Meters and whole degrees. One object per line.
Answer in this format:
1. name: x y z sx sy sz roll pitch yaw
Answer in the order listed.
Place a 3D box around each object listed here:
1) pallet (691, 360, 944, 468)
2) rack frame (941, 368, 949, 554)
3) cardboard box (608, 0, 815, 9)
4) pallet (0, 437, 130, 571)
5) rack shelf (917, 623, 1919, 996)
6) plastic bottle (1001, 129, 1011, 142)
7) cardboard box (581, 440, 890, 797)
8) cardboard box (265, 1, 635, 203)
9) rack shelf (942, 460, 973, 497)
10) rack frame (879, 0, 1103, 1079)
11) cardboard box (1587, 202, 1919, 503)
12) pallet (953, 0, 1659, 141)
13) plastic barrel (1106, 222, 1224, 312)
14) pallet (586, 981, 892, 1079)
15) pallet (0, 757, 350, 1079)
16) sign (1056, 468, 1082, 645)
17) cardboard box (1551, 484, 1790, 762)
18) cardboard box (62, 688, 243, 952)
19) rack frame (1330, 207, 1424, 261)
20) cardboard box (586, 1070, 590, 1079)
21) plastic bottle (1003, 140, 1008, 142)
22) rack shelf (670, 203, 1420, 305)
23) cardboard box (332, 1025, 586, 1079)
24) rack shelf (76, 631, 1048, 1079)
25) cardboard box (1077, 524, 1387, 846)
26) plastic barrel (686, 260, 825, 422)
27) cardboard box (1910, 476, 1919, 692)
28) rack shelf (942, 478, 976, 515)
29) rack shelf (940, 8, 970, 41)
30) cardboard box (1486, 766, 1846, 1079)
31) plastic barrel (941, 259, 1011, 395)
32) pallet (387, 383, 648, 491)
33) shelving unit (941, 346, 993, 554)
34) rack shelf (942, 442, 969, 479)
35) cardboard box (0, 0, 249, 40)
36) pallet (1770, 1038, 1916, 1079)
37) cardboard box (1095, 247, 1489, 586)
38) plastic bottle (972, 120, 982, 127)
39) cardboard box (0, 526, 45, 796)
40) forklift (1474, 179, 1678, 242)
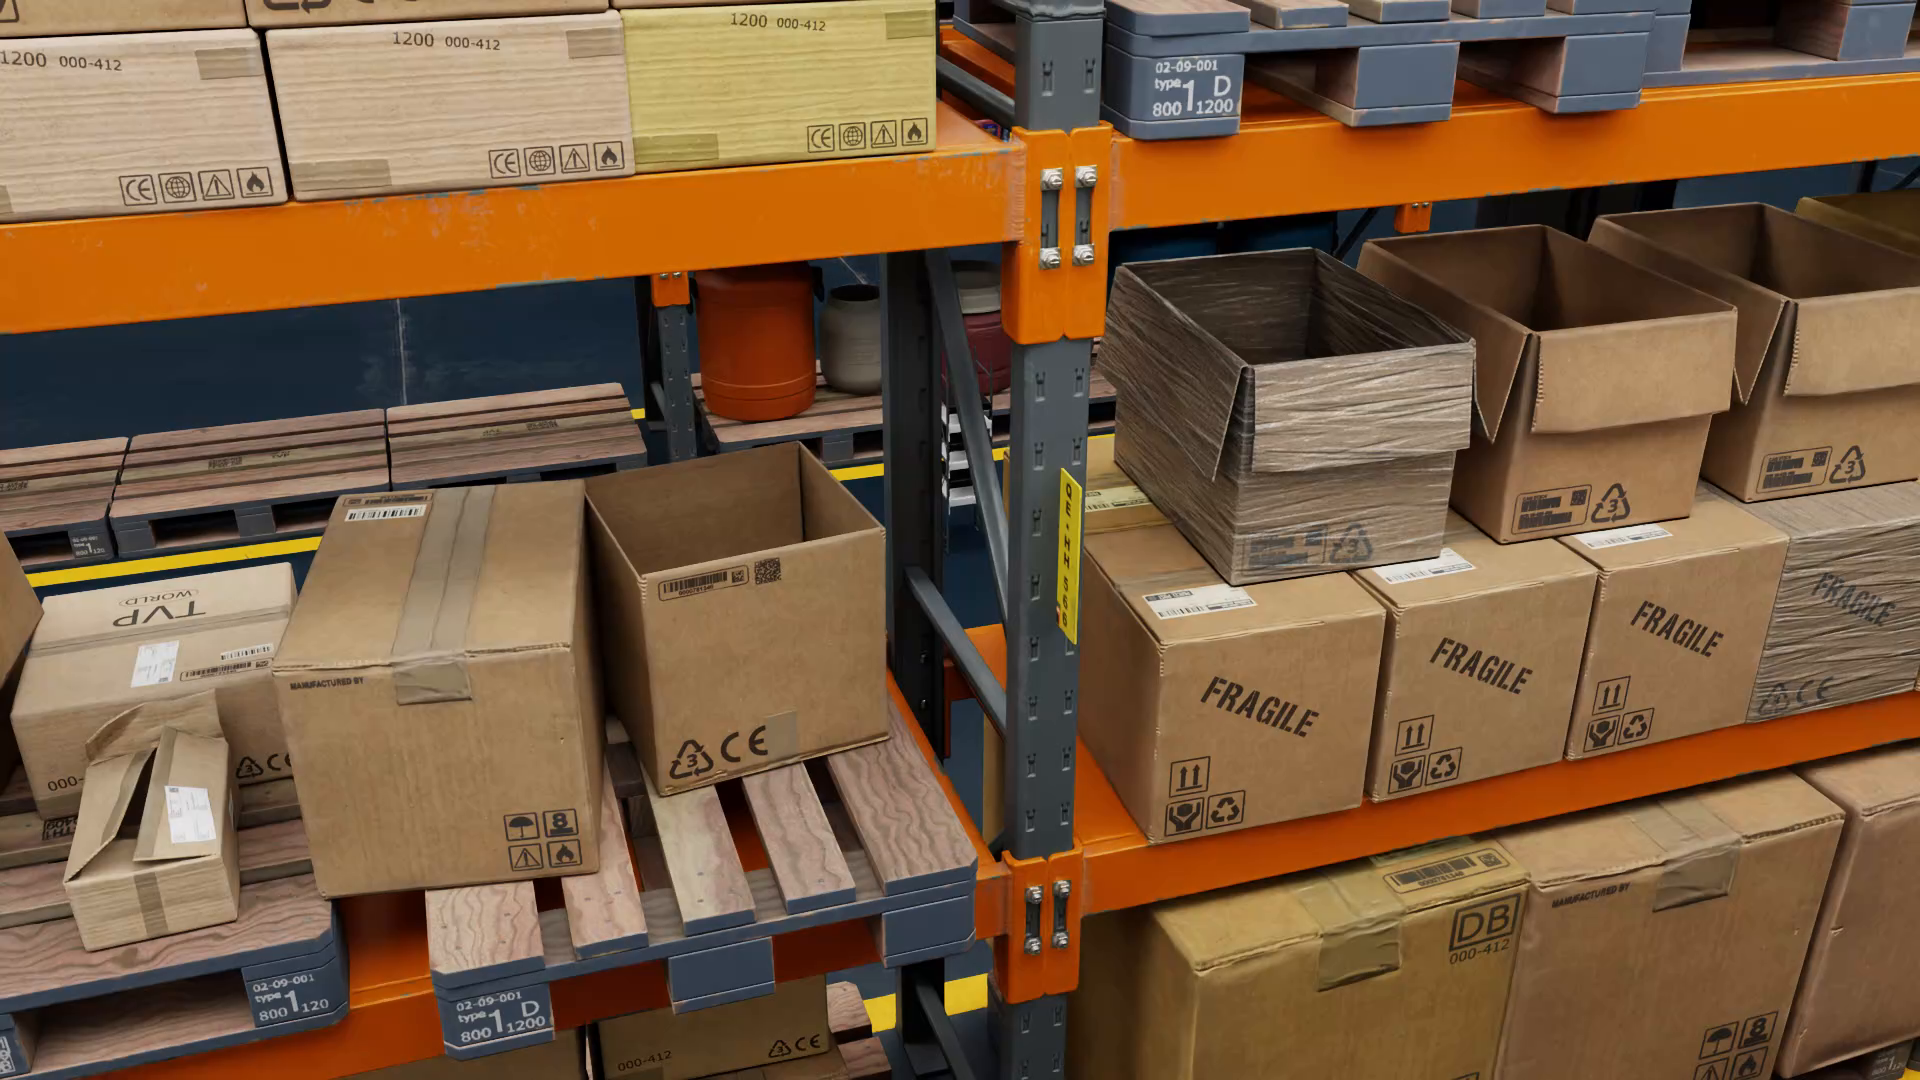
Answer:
1. pallet: -0.773 -0.685 8.892 1.213 0.211 1.003 -8 28 -16
2. rack frame: -0.089 -0.390 7.524 0.006 0.900 0.240 -8 28 -16
3. cardboard box: -0.352 -1.154 2.654 0.500 0.500 0.500 -8 27 -15
4. pallet: -4.578 -0.132 7.779 1.213 0.211 1.003 -8 28 -16
5. rack shelf: 1.926 0.333 4.514 4.000 0.370 1.077 -8 28 -16
6. plastic bottle: 0.299 -1.966 8.391 0.185 0.351 0.144 -8 28 -16
7. cardboard box: -0.477 0.145 3.500 0.500 0.500 0.500 -12 29 -22
8. cardboard box: -0.819 -0.747 2.676 0.500 0.250 0.500 -8 28 -16
9. rack shelf: 0.008 -0.294 7.607 0.200 0.077 0.258 -8 28 -16
10. rack frame: 0.024 0.287 3.800 0.127 3.000 1.000 -8 28 -16
11. cardboard box: 1.981 -0.485 4.113 0.637 0.503 0.797 -7 27 -14
12. pallet: 0.620 -1.083 3.398 1.003 0.211 1.213 -7 27 -14
13. plastic barrel: 1.098 -1.441 9.168 0.708 0.901 0.600 -8 28 -16
14. pallet: -0.719 1.643 4.204 1.213 0.211 1.003 -8 28 -16
15. pallet: -1.845 0.662 3.258 1.213 0.211 1.003 -8 28 -16
16. sign: 0.201 0.032 3.100 0.005 0.325 0.100 -8 28 -16
17. cardboard box: 1.547 0.146 3.970 0.500 0.500 0.500 -9 28 -17
18. cardboard box: -1.478 0.502 3.044 0.258 0.266 0.396 -9 28 -18
19. rack frame: 2.294 -2.358 9.127 0.127 3.000 1.000 -8 28 -16
20. cardboard box: -1.130 1.392 3.890 0.500 0.500 0.700 -11 28 -20
21. plastic bottle: 0.219 -1.836 8.220 0.097 0.271 0.097 0 26 0
22. rack shelf: 0.392 -1.761 8.732 4.000 0.370 1.077 -8 28 -16
23. cardboard box: -1.105 1.056 3.724 0.500 0.250 0.500 -5 27 -10
24. rack shelf: -1.877 0.884 3.405 4.000 0.370 1.077 -8 28 -16
25. cardboard box: 0.571 0.290 3.680 0.500 0.500 0.500 -7 27 -15
26. plastic barrel: -1.049 -1.098 8.557 0.708 0.830 0.600 -8 28 -16
27. cardboard box: 2.500 0.011 4.242 0.500 0.500 0.500 -9 28 -17
28. rack shelf: 0.008 -0.213 7.647 0.200 0.077 0.258 -8 28 -16
29. rack shelf: -1.138 -3.856 12.952 4.000 0.370 1.077 -8 28 -16
30. cardboard box: 1.537 0.844 4.593 0.875 0.875 1.225 -8 28 -16
31. plastic barrel: 0.024 -1.146 8.924 0.708 0.588 0.600 -8 28 -16
32. pallet: -2.258 -0.468 8.456 1.213 0.211 1.003 -8 28 -16
33. shelving unit: 0.008 -0.404 7.552 0.210 0.900 0.258 -8 28 -16
34. rack shelf: 0.008 -0.374 7.567 0.200 0.077 0.258 -8 28 -16
35. cardboard box: -1.311 -1.017 2.378 0.500 0.500 0.500 -8 27 -15
36. pallet: 1.955 1.292 4.909 1.213 0.211 1.003 -8 28 -16
37. cardboard box: 0.725 -0.301 3.743 0.637 0.503 0.797 -7 27 -14
38. plastic bottle: 0.050 -2.113 8.765 0.133 0.283 0.061 -8 28 -16
39. cardboard box: -2.159 0.325 3.133 0.637 0.503 0.797 -5 27 -11
40. forklift: 2.545 -0.665 5.793 3.031 2.935 1.130 14 30 26
